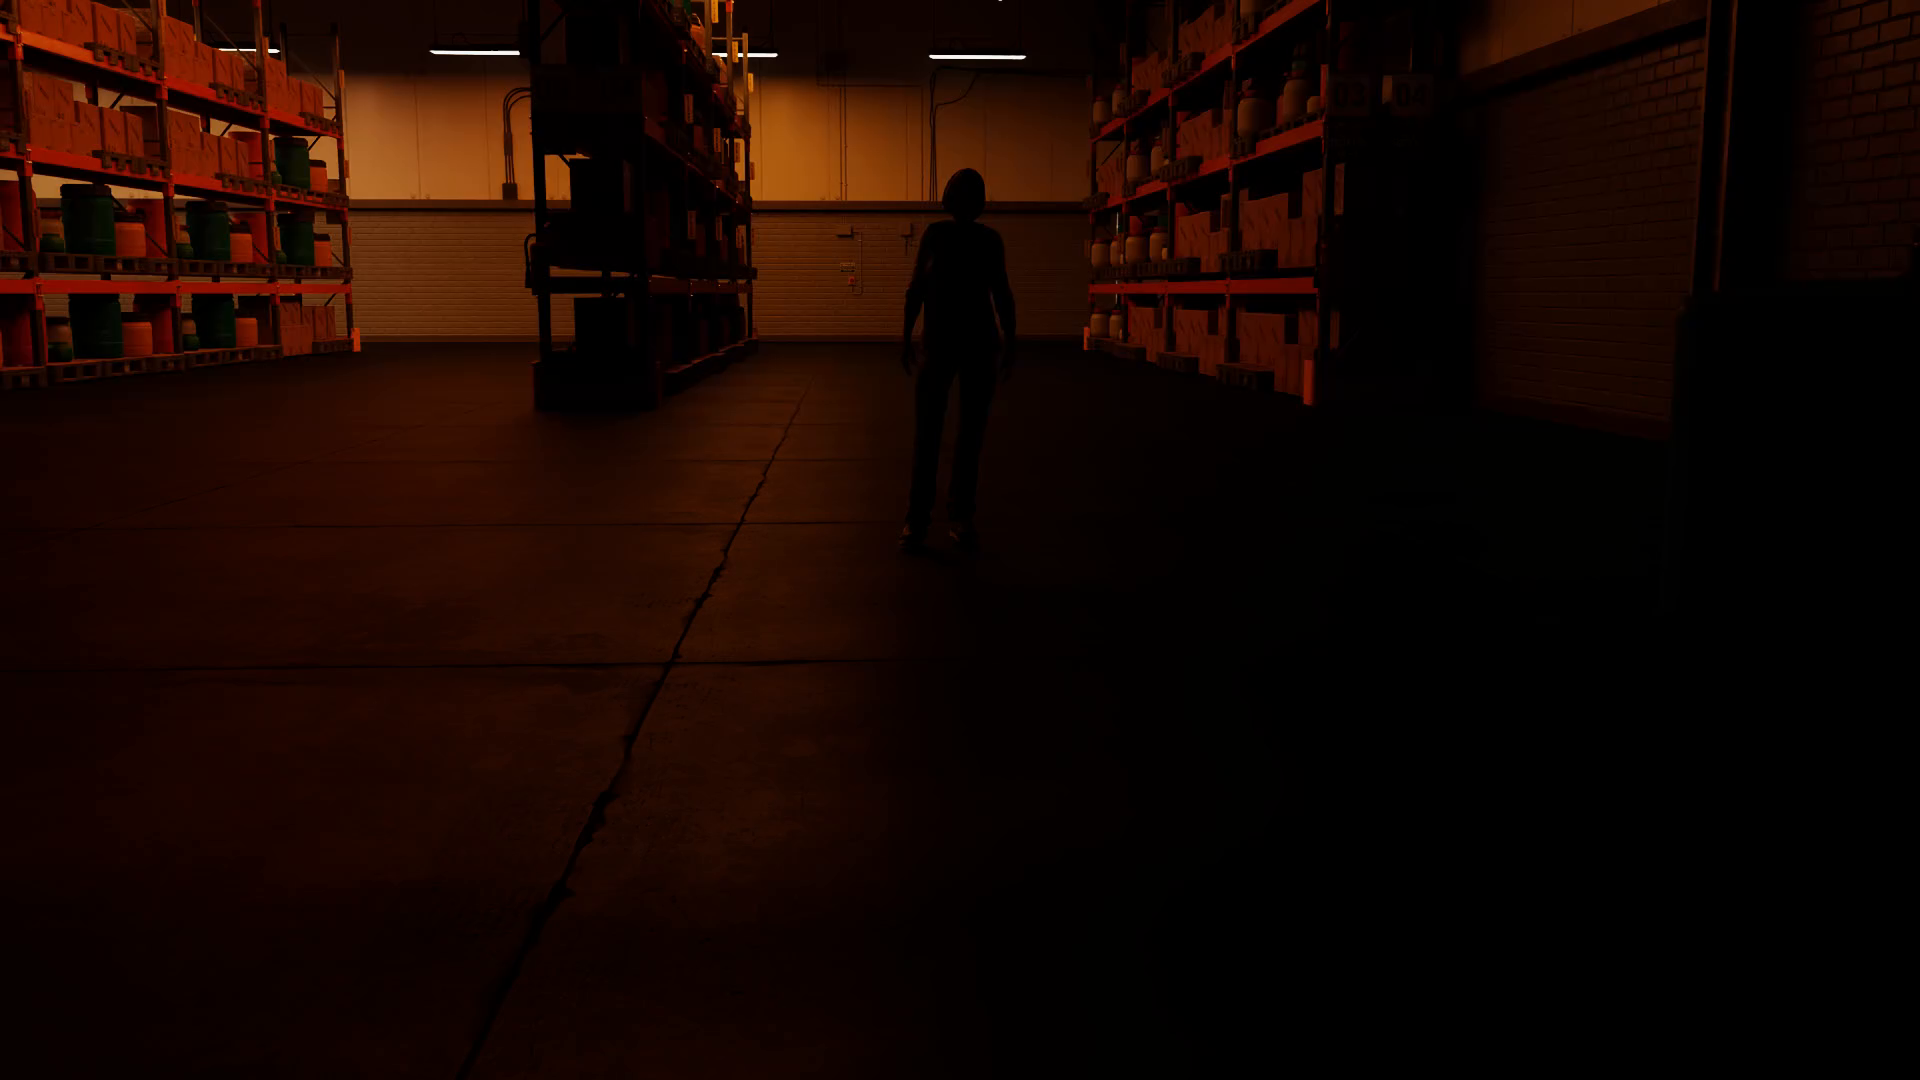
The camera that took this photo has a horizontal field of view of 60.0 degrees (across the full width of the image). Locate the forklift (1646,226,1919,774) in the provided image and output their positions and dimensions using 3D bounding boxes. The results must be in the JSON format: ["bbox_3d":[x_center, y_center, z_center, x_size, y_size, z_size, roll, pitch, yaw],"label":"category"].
[{"bbox_3d":[2.958,-0.838,2.975,1.130,2.935,3.031,-6,10,-36],"label":"forklift"}]

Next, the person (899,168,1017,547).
[{"bbox_3d":[-0.010,-0.786,7.117,0.520,1.599,0.473,-1,8,-4],"label":"person"}]
